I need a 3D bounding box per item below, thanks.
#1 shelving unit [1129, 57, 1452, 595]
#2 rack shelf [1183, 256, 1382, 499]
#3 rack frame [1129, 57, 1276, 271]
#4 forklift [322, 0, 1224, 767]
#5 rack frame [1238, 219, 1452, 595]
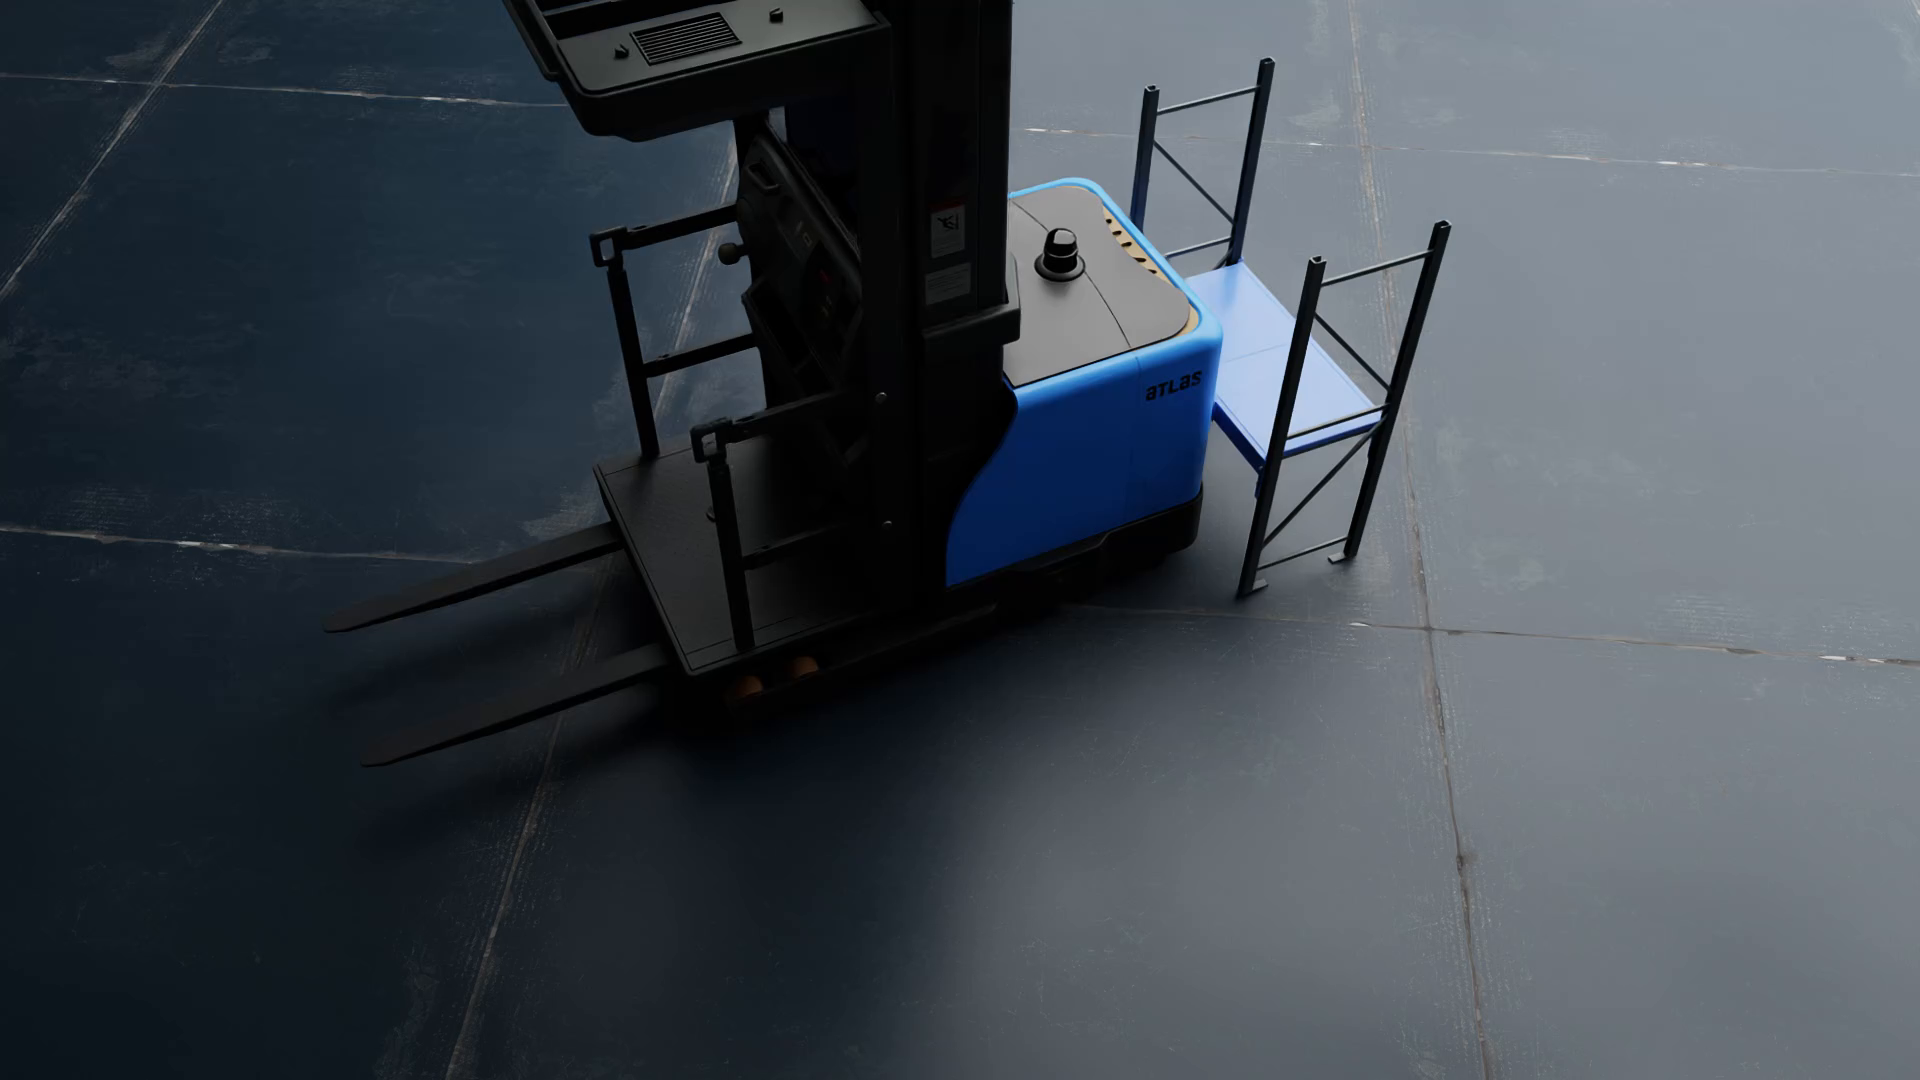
[{"bbox_3d":[1.051,-0.735,5.898,0.538,1.500,1.048,-18,50,-17],"label":"shelving unit"},{"bbox_3d":[1.047,-0.613,6.030,0.538,0.185,1.000,-18,50,-17],"label":"rack shelf"},{"bbox_3d":[0.839,-1.077,6.210,0.500,1.500,0.032,-18,50,-17],"label":"rack frame"},{"bbox_3d":[-0.675,-0.815,5.010,3.031,2.935,1.130,-19,50,-17],"label":"forklift"},{"bbox_3d":[1.263,-0.394,5.586,0.500,1.500,0.032,-18,50,-17],"label":"rack frame"}]
